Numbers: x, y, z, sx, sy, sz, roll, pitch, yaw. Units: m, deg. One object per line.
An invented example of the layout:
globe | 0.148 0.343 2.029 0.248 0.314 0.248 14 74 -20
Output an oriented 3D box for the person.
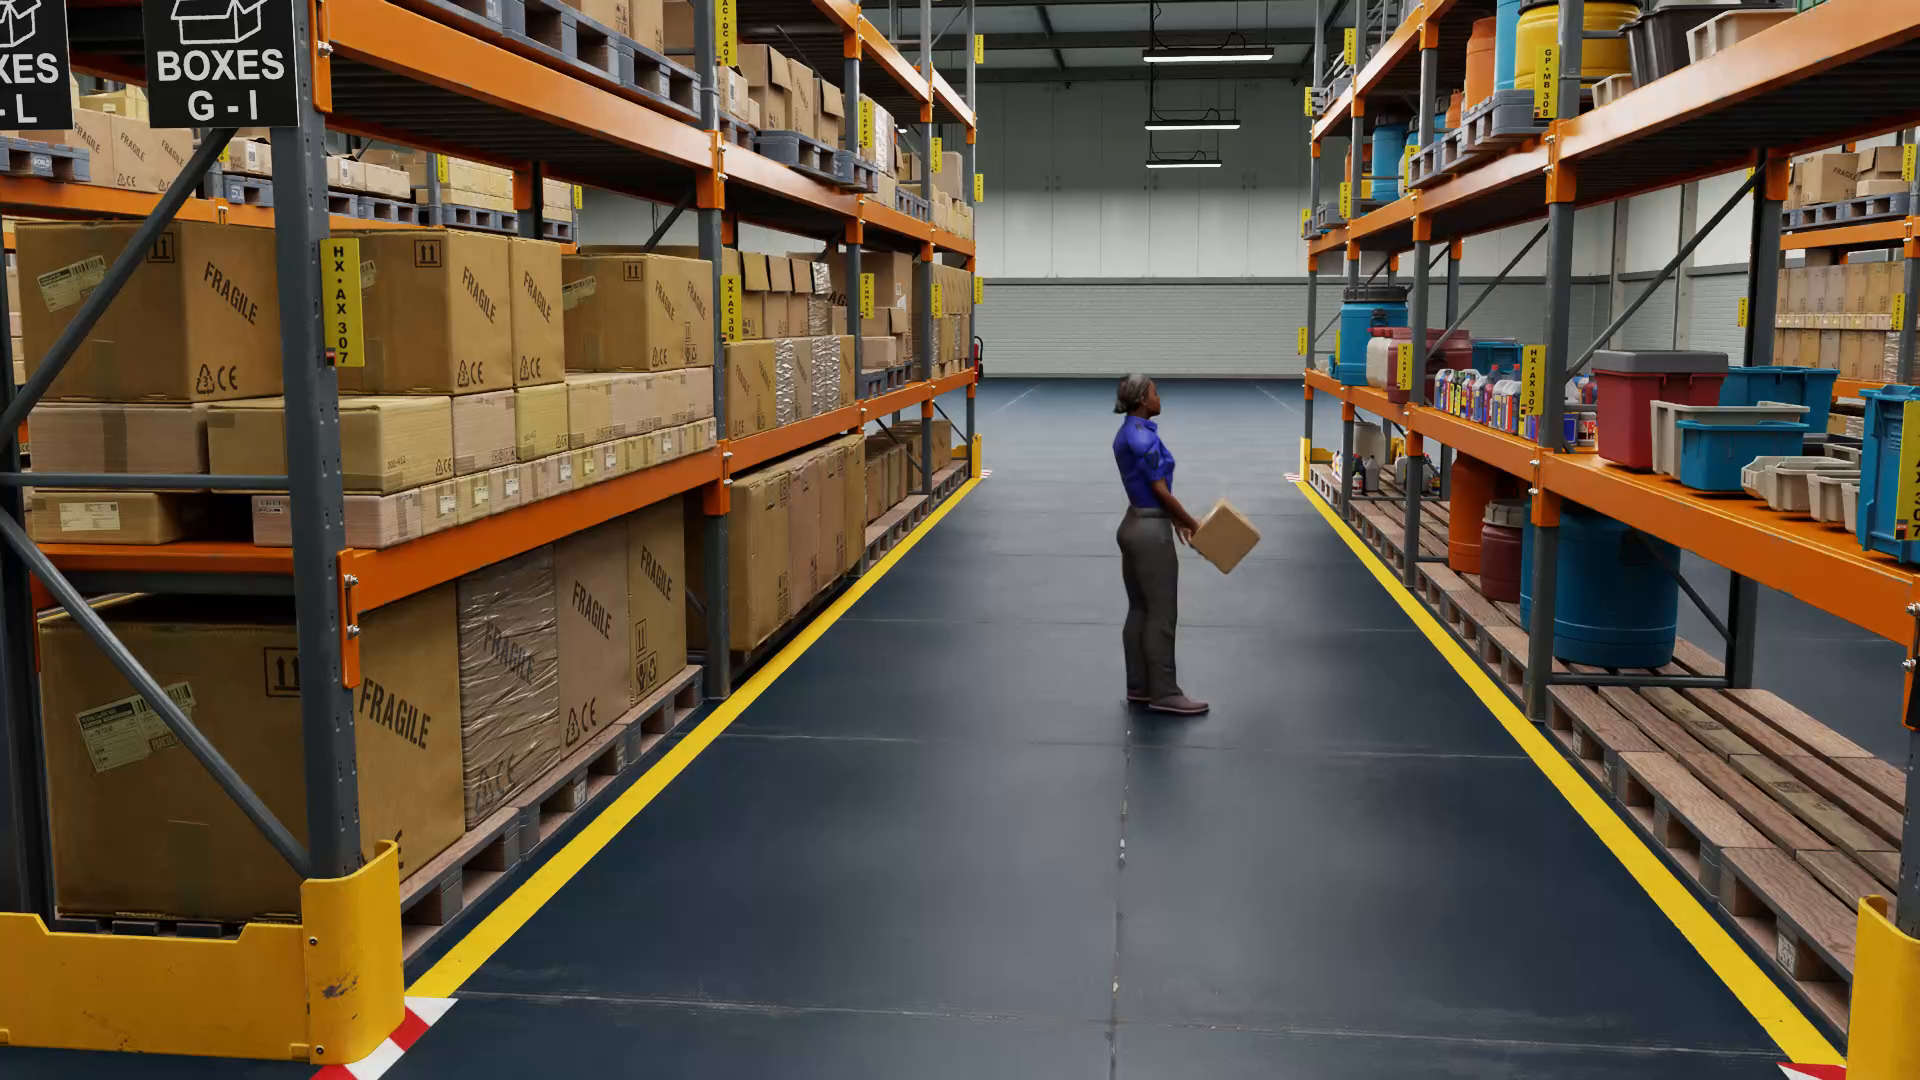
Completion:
person | 0.984 0.006 8.253 0.463 1.659 0.518 -1 8 -7
